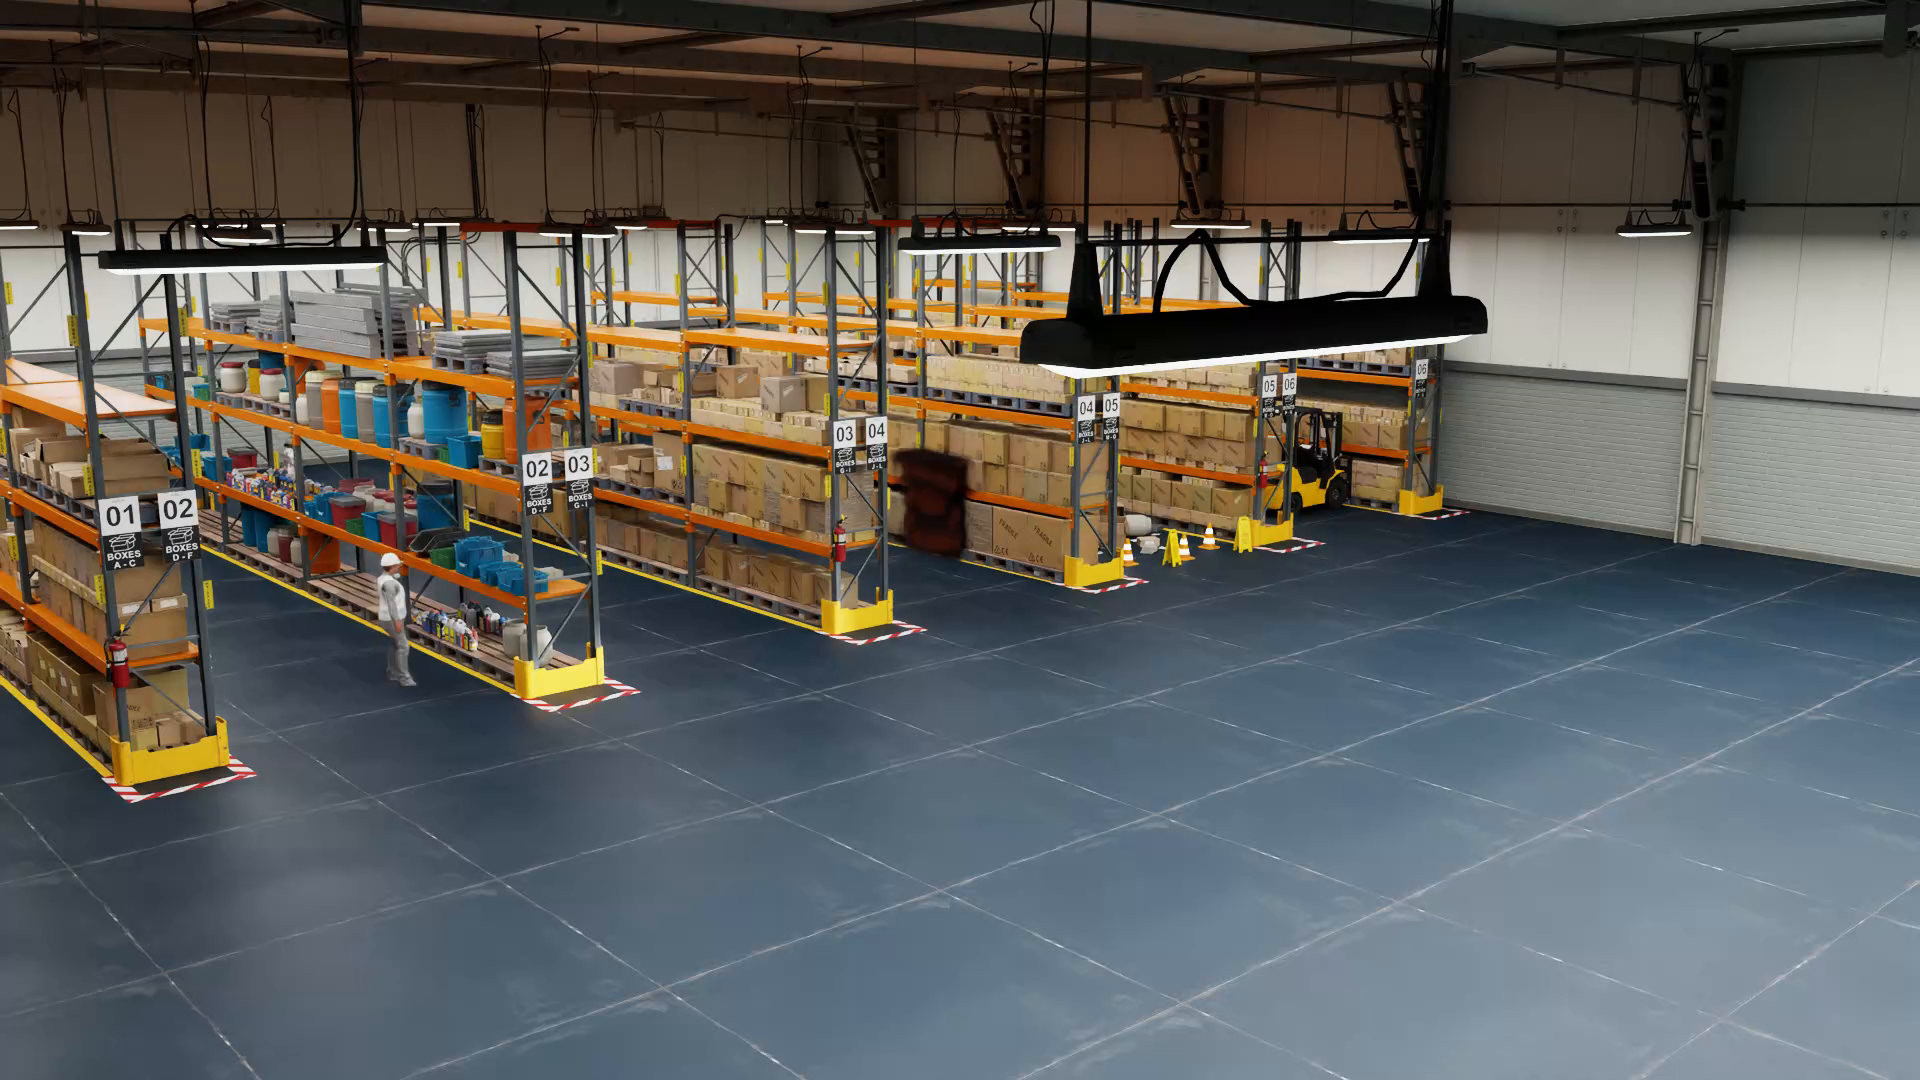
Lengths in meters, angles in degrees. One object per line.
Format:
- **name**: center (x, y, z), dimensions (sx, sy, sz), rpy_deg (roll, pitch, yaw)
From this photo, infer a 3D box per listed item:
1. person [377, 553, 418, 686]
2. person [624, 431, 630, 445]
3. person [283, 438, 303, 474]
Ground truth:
- **person**: center (-7.523, 1.071, 22.275), dimensions (0.519, 1.826, 0.530), rpy_deg (-2, 12, -8)
- **person**: center (-8.361, -2.869, 42.014), dimensions (0.368, 1.619, 0.516), rpy_deg (10, 15, 41)
- **person**: center (-13.542, -1.241, 33.794), dimensions (0.417, 1.681, 0.608), rpy_deg (-11, 16, -43)
